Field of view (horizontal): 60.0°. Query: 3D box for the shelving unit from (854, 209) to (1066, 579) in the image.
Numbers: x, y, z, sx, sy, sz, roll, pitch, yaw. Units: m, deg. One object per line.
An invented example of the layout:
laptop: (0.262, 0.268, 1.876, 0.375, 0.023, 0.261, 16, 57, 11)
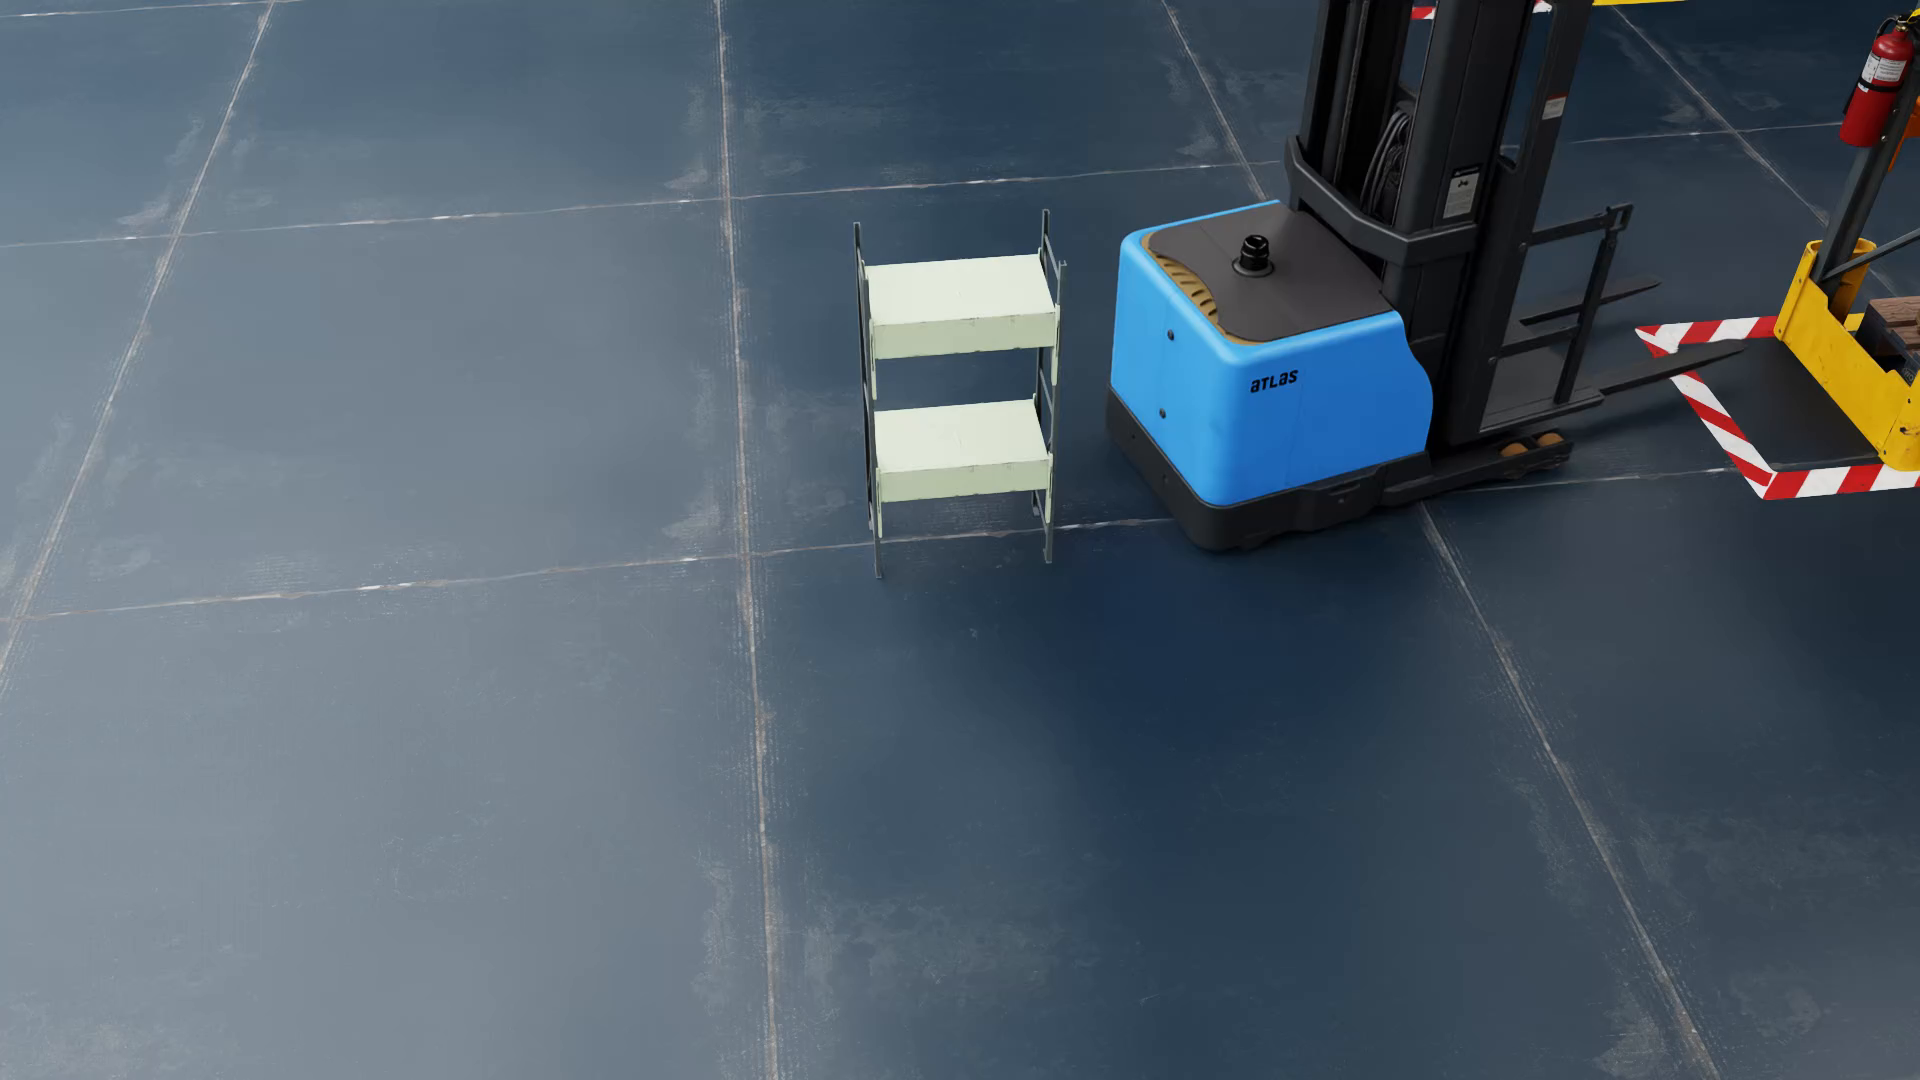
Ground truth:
shelving unit: (-0.007, -0.556, 6.747, 0.755, 1.500, 0.431, -5, 42, -6)

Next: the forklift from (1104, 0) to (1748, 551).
forklift: (2.241, -1.675, 6.918, 3.031, 2.935, 1.130, -15, 44, -16)

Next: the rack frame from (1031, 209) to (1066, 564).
rack frame: (0.356, -0.588, 6.782, 0.023, 1.500, 0.400, -5, 42, -6)

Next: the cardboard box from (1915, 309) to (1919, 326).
cardboard box: (4.900, -1.088, 7.770, 0.500, 0.500, 0.500, 2, 42, 2)

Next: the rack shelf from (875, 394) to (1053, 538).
rack shelf: (-0.007, -0.314, 6.965, 0.720, 0.370, 0.431, -5, 42, -6)

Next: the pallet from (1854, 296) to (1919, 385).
pallet: (5.164, -0.836, 8.019, 1.213, 0.211, 1.003, -5, 42, -6)

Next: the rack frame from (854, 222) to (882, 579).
rack frame: (-0.370, -0.525, 6.712, 0.023, 1.500, 0.400, -5, 42, -6)

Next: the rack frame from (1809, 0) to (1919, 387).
rack frame: (4.279, -1.817, 7.025, 0.127, 3.000, 1.000, -5, 42, -6)

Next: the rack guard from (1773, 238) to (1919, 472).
rack guard: (4.354, -0.896, 7.870, 0.348, 0.500, 1.175, -5, 42, -6)

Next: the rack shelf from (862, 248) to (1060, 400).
rack shelf: (-0.007, -0.846, 6.486, 0.720, 0.370, 0.431, -5, 42, -6)

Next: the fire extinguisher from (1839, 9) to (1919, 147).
fire extinguisher: (4.106, -2.085, 7.380, 0.183, 0.674, 0.296, -5, 42, -6)

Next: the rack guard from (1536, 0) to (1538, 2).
rack guard: (3.706, -4.216, 11.551, 0.348, 0.500, 1.175, -5, 42, -6)

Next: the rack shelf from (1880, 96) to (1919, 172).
rack shelf: (6.262, -1.724, 7.459, 4.000, 0.370, 1.077, -5, 42, -6)
